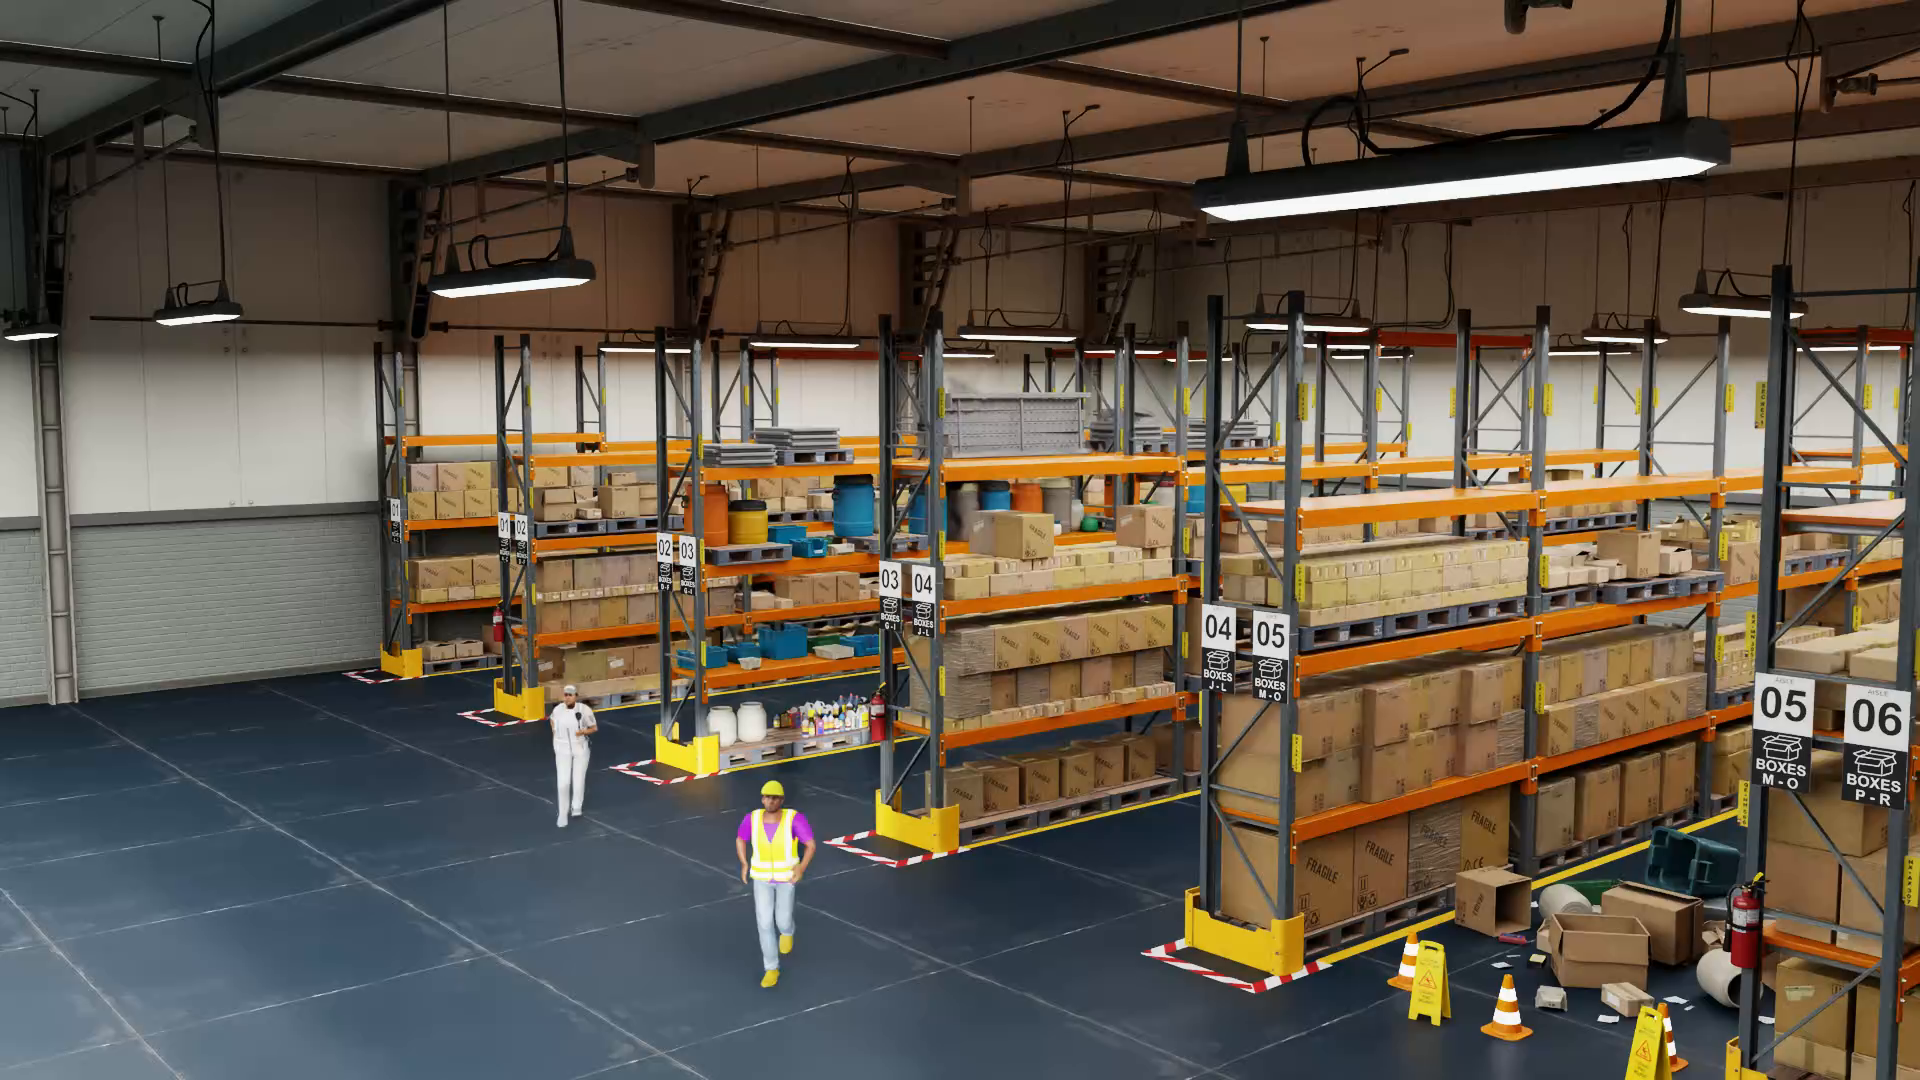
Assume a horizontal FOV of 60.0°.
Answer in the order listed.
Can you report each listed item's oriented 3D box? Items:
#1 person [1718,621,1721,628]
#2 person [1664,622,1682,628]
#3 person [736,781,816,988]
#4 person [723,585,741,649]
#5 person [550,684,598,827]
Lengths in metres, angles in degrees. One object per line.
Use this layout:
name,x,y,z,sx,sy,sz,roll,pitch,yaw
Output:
person,11.303,2.047,24.863,0.868,1.731,0.656,-3,6,-33
person,10.231,2.086,24.012,0.870,1.822,0.646,-5,7,-41
person,-1.630,2.970,14.692,0.717,1.751,0.820,0,5,-1
person,-4.187,1.552,30.635,0.602,1.652,0.543,5,7,42
person,-4.596,2.561,19.785,0.573,1.720,0.718,-1,5,-8
